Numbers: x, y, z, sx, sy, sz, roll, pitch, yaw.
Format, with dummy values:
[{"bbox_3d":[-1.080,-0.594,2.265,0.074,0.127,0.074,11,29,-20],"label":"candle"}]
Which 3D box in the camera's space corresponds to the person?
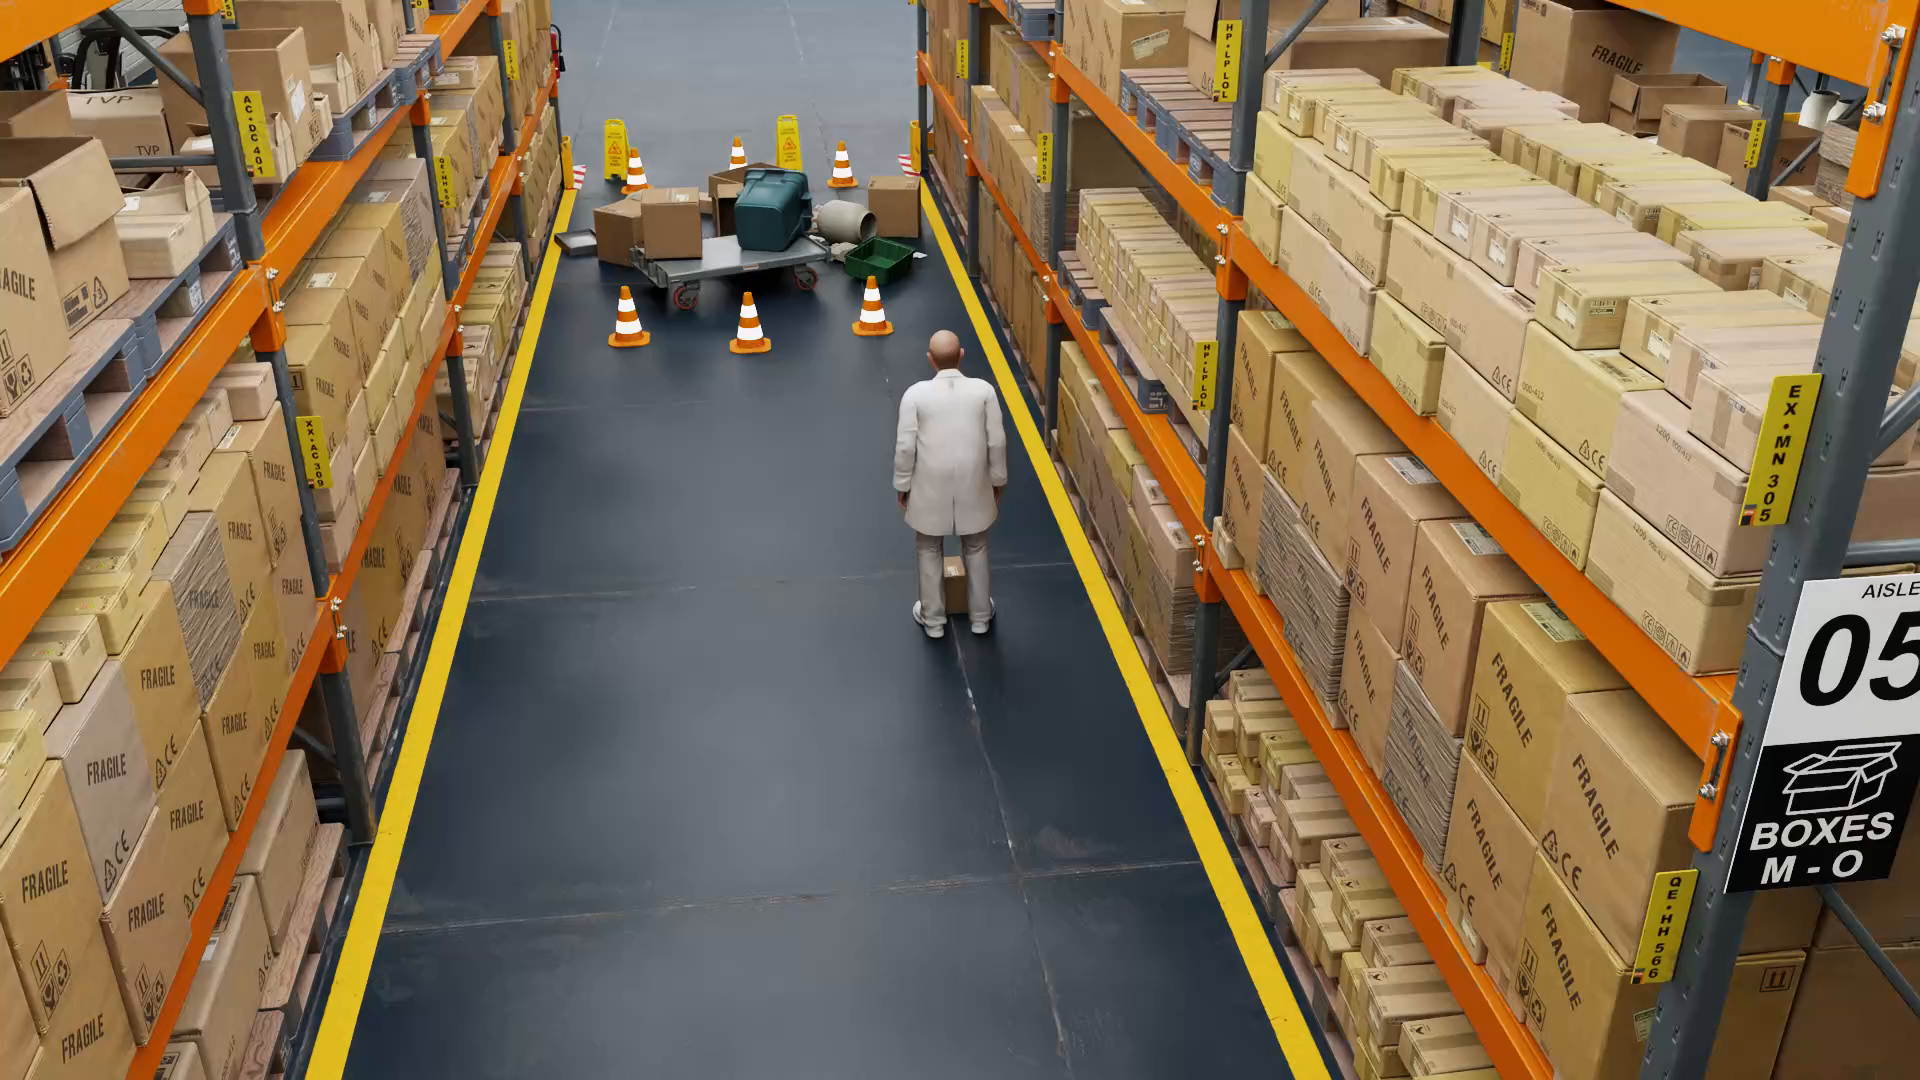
[{"bbox_3d":[-0.053,-0.302,9.233,0.640,1.773,0.426,-4,27,-7],"label":"person"}]
